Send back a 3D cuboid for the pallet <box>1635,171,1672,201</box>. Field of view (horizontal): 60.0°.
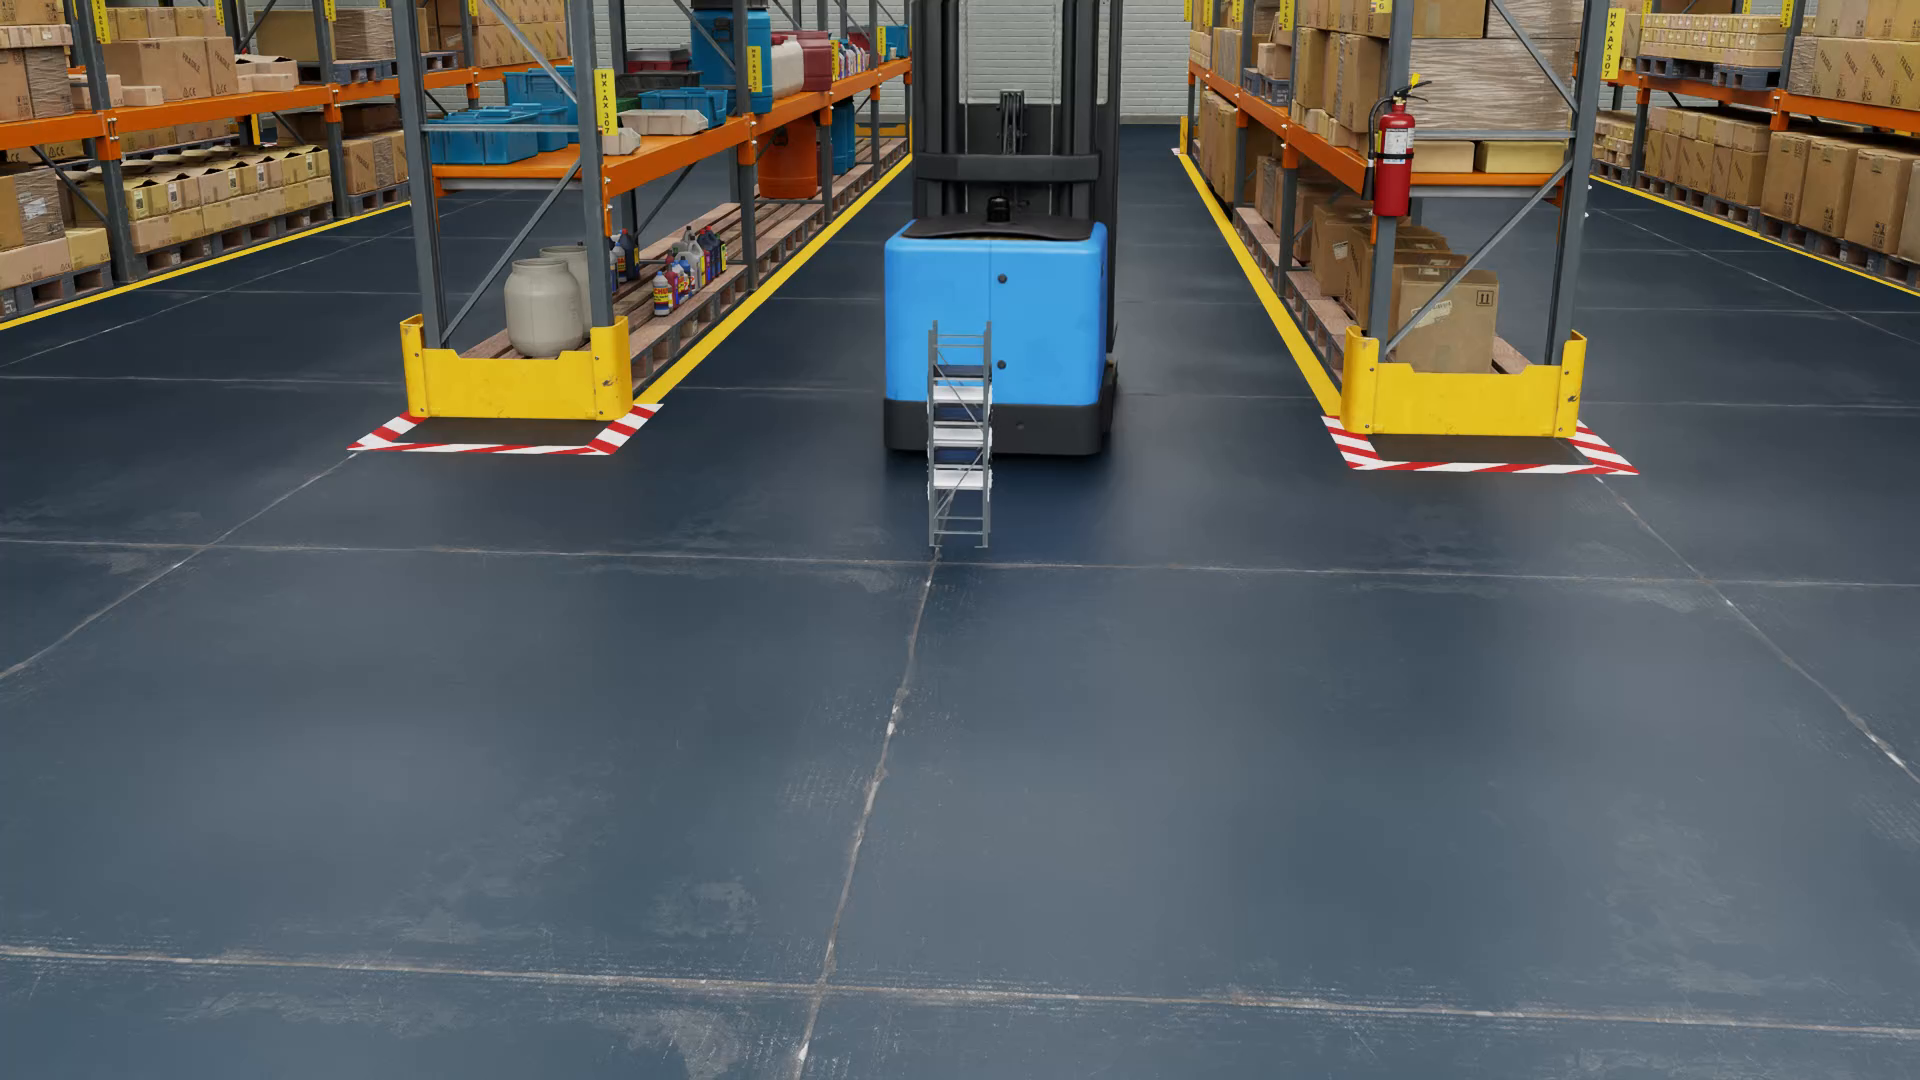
[{"bbox_3d":[8.341,-4.011,18.825,1.003,0.211,1.213,1,18,4],"label":"pallet"}]

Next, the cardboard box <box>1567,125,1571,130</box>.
[{"bbox_3d":[8.257,-5.411,22.044,0.380,0.149,0.250,2,18,6],"label":"cardboard box"}]

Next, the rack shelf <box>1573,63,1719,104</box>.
[{"bbox_3d":[8.539,-5.857,21.137,1.077,0.370,4.000,1,18,4],"label":"rack shelf"}]

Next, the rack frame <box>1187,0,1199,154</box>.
[{"bbox_3d":[3.742,-6.963,23.354,1.000,3.000,0.127,1,18,4],"label":"rack frame"}]

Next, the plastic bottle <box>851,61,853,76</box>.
[{"bbox_3d":[-1.244,-5.258,18.472,0.097,0.201,0.097,0,18,0],"label":"plastic bottle"}]

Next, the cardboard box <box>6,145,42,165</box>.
[{"bbox_3d":[-11.344,-4.749,19.377,0.750,0.750,0.750,2,18,6],"label":"cardboard box"}]

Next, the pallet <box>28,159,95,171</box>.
[{"bbox_3d":[-11.346,-4.485,20.273,1.003,0.211,1.213,1,18,4],"label":"pallet"}]

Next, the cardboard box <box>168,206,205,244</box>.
[{"bbox_3d":[-6.685,-2.629,13.871,0.500,0.250,0.500,2,18,5],"label":"cardboard box"}]

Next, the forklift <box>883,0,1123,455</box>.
[{"bbox_3d":[0.321,-2.211,8.964,1.130,2.935,3.031,2,18,7],"label":"forklift"}]

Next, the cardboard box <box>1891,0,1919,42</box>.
[{"bbox_3d":[7.961,-4.244,13.291,0.700,0.500,0.500,1,18,3],"label":"cardboard box"}]

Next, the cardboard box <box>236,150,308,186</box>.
[{"bbox_3d":[-6.535,-3.530,15.719,0.500,0.311,0.500,1,18,3],"label":"cardboard box"}]

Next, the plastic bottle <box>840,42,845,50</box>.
[{"bbox_3d":[-1.368,-5.518,19.024,0.144,0.351,0.185,1,18,4],"label":"plastic bottle"}]

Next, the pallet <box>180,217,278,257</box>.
[{"bbox_3d":[-6.900,-2.742,14.953,1.003,0.211,1.213,1,18,4],"label":"pallet"}]

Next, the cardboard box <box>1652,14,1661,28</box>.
[{"bbox_3d":[7.895,-5.742,18.404,0.380,0.149,0.250,2,18,5],"label":"cardboard box"}]

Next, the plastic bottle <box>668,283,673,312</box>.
[{"bbox_3d":[-1.897,-1.571,10.689,0.097,0.201,0.097,0,18,0],"label":"plastic bottle"}]

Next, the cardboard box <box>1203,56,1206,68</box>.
[{"bbox_3d":[3.187,-5.863,20.401,0.380,0.149,0.250,1,18,3],"label":"cardboard box"}]

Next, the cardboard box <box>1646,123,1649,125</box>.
[{"bbox_3d":[8.671,-5.053,20.476,0.380,0.149,0.250,1,18,2],"label":"cardboard box"}]

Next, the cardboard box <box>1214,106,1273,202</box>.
[{"bbox_3d":[3.239,-3.882,16.690,1.225,0.875,0.875,0,18,1],"label":"cardboard box"}]

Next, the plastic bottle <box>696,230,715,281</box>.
[{"bbox_3d":[-1.831,-2.030,11.850,0.144,0.351,0.185,0,18,1],"label":"plastic bottle"}]

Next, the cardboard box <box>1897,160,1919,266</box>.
[{"bbox_3d":[7.777,-2.419,12.426,1.050,0.750,0.750,1,18,4],"label":"cardboard box"}]

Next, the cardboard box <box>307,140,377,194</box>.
[{"bbox_3d":[-6.394,-3.856,17.183,0.500,0.500,0.500,2,18,6],"label":"cardboard box"}]

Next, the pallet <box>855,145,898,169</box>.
[{"bbox_3d":[-1.386,-5.115,22.194,1.003,0.211,1.213,1,18,4],"label":"pallet"}]

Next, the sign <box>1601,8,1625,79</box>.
[{"bbox_3d":[3.136,-2.393,8.017,0.100,0.325,0.005,1,18,4],"label":"sign"}]

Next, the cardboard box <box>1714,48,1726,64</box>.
[{"bbox_3d":[7.745,-4.814,16.526,0.380,0.149,0.250,1,18,3],"label":"cardboard box"}]

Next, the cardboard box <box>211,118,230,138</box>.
[{"bbox_3d":[-11.030,-6.086,24.020,0.700,0.500,0.500,1,18,4],"label":"cardboard box"}]

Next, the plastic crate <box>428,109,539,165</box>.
[{"bbox_3d":[-2.608,-2.195,9.044,0.499,0.251,0.616,1,18,4],"label":"plastic crate"}]

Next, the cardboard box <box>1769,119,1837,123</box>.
[{"bbox_3d":[8.436,-4.070,16.663,0.500,0.250,0.500,1,18,3],"label":"cardboard box"}]

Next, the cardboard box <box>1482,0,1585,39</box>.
[{"bbox_3d":[2.906,-2.822,8.474,0.500,0.500,0.500,1,18,4],"label":"cardboard box"}]

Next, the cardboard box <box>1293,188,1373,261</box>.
[{"bbox_3d":[2.947,-2.447,12.881,0.700,0.500,0.500,0,18,0],"label":"cardboard box"}]

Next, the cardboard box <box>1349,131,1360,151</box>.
[{"bbox_3d":[2.483,-2.356,9.698,0.380,0.149,0.250,1,18,4],"label":"cardboard box"}]

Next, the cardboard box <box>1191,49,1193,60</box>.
[{"bbox_3d":[3.371,-6.661,22.836,0.380,0.149,0.250,1,18,3],"label":"cardboard box"}]

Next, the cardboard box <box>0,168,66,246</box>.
[{"bbox_3d":[-6.861,-2.403,11.977,0.500,0.500,0.500,1,18,4],"label":"cardboard box"}]

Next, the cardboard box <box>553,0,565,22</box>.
[{"bbox_3d":[-5.896,-7.563,23.421,0.500,0.500,0.500,1,18,3],"label":"cardboard box"}]

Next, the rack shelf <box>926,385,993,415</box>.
[{"bbox_3d":[0.001,-0.570,6.745,0.258,0.077,0.200,1,18,4],"label":"rack shelf"}]

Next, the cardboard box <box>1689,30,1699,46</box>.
[{"bbox_3d":[7.798,-5.202,17.232,0.380,0.149,0.250,1,18,3],"label":"cardboard box"}]

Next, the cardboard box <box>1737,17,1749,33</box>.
[{"bbox_3d":[7.707,-4.939,15.953,0.380,0.149,0.250,1,18,3],"label":"cardboard box"}]

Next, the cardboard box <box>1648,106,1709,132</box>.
[{"bbox_3d":[8.079,-4.723,18.654,0.500,0.250,0.500,0,18,1],"label":"cardboard box"}]

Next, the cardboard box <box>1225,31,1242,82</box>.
[{"bbox_3d":[3.033,-5.000,17.205,0.500,0.500,0.500,1,18,2],"label":"cardboard box"}]

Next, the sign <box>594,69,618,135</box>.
[{"bbox_3d":[-1.797,-2.222,8.442,0.100,0.325,0.005,1,18,4],"label":"sign"}]

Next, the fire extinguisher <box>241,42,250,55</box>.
[{"bbox_3d":[-10.608,-7.117,24.548,0.296,0.674,0.183,1,18,4],"label":"fire extinguisher"}]

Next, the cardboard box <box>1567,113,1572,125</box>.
[{"bbox_3d":[8.260,-5.629,22.233,0.380,0.149,0.250,1,18,4],"label":"cardboard box"}]

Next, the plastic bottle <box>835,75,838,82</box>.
[{"bbox_3d":[-1.313,-4.916,17.296,0.061,0.283,0.133,1,18,4],"label":"plastic bottle"}]

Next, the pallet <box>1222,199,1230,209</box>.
[{"bbox_3d":[3.390,-3.774,18.101,1.003,0.211,1.213,1,18,4],"label":"pallet"}]

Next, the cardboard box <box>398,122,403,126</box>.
[{"bbox_3d":[-6.730,-4.653,19.614,0.500,0.500,0.500,2,18,5],"label":"cardboard box"}]

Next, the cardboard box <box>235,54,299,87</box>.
[{"bbox_3d":[-6.782,-4.546,16.122,0.500,0.311,0.500,2,18,7],"label":"cardboard box"}]

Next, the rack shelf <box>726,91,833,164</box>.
[{"bbox_3d":[-1.915,-3.625,14.325,1.077,0.370,4.000,1,18,4],"label":"rack shelf"}]

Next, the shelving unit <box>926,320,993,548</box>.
[{"bbox_3d":[0.001,-0.430,6.791,0.258,0.900,0.210,1,18,4],"label":"shelving unit"}]

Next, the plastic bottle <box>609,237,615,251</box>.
[{"bbox_3d":[-2.530,-2.055,11.925,0.144,0.351,0.185,2,18,5],"label":"plastic bottle"}]

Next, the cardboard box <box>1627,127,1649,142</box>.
[{"bbox_3d":[8.161,-4.822,19.770,0.380,0.149,0.250,2,18,5],"label":"cardboard box"}]

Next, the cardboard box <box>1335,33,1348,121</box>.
[{"bbox_3d":[2.657,-2.665,9.599,0.875,0.500,0.500,1,18,4],"label":"cardboard box"}]

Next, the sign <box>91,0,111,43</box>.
[{"bbox_3d":[-6.445,-3.895,12.475,0.100,0.325,0.005,1,18,4],"label":"sign"}]

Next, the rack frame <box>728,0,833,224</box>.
[{"bbox_3d":[-1.772,-4.588,16.109,1.000,3.000,0.127,1,18,4],"label":"rack frame"}]

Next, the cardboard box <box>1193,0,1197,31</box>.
[{"bbox_3d":[3.403,-7.091,22.304,0.500,0.500,0.500,1,18,3],"label":"cardboard box"}]

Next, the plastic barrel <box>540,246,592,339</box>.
[{"bbox_3d":[-2.338,-1.483,9.952,0.421,0.512,0.421,0,18,0],"label":"plastic barrel"}]
